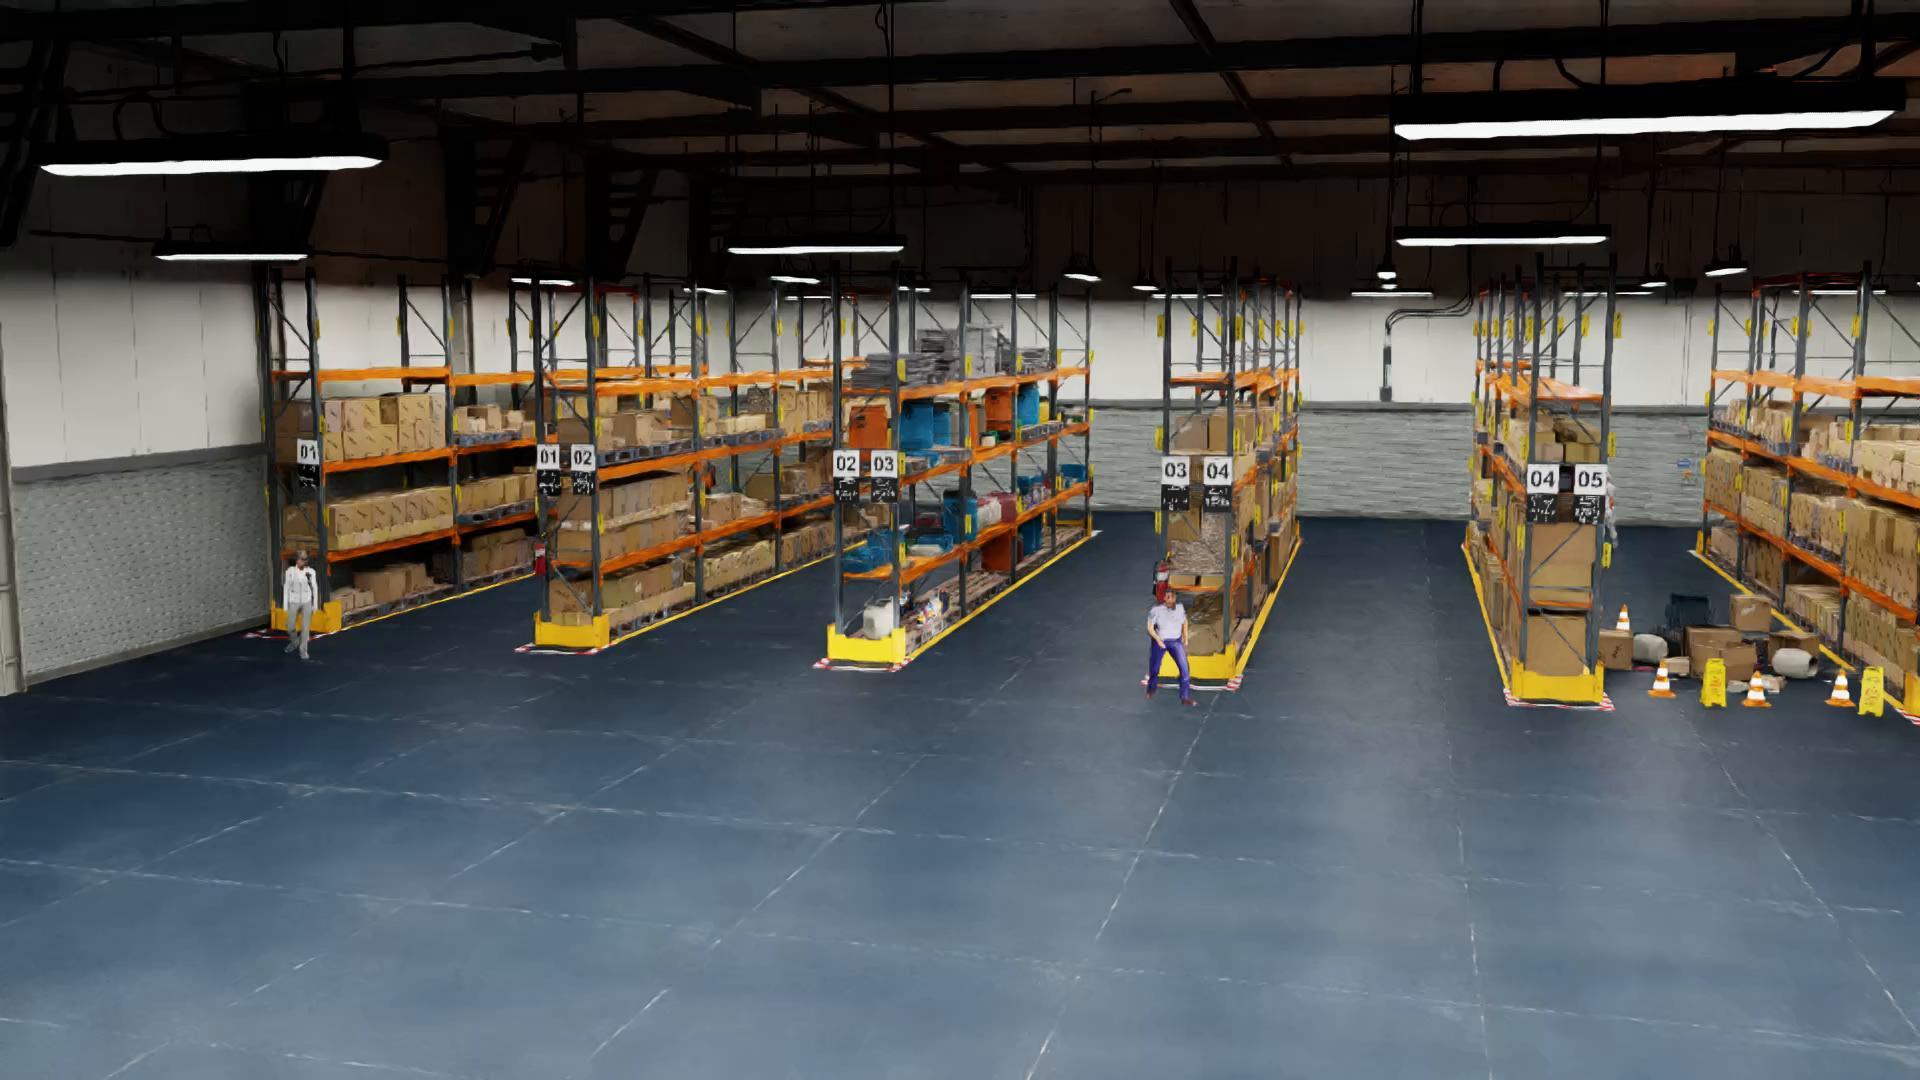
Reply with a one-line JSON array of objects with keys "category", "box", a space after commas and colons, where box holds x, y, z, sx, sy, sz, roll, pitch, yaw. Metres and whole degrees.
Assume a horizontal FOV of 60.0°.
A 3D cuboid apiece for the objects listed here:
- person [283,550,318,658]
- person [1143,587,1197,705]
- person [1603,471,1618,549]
[{"category": "person", "box": [-10.085, 0.964, 25.422, 0.530, 1.666, 0.519, -3, 8, -22]}, {"category": "person", "box": [2.810, 1.394, 22.339, 0.655, 1.562, 0.824, 0, 7, -2]}, {"category": "person", "box": [14.726, -0.687, 37.941, 0.555, 1.791, 0.656, -1, 7, -7]}]
